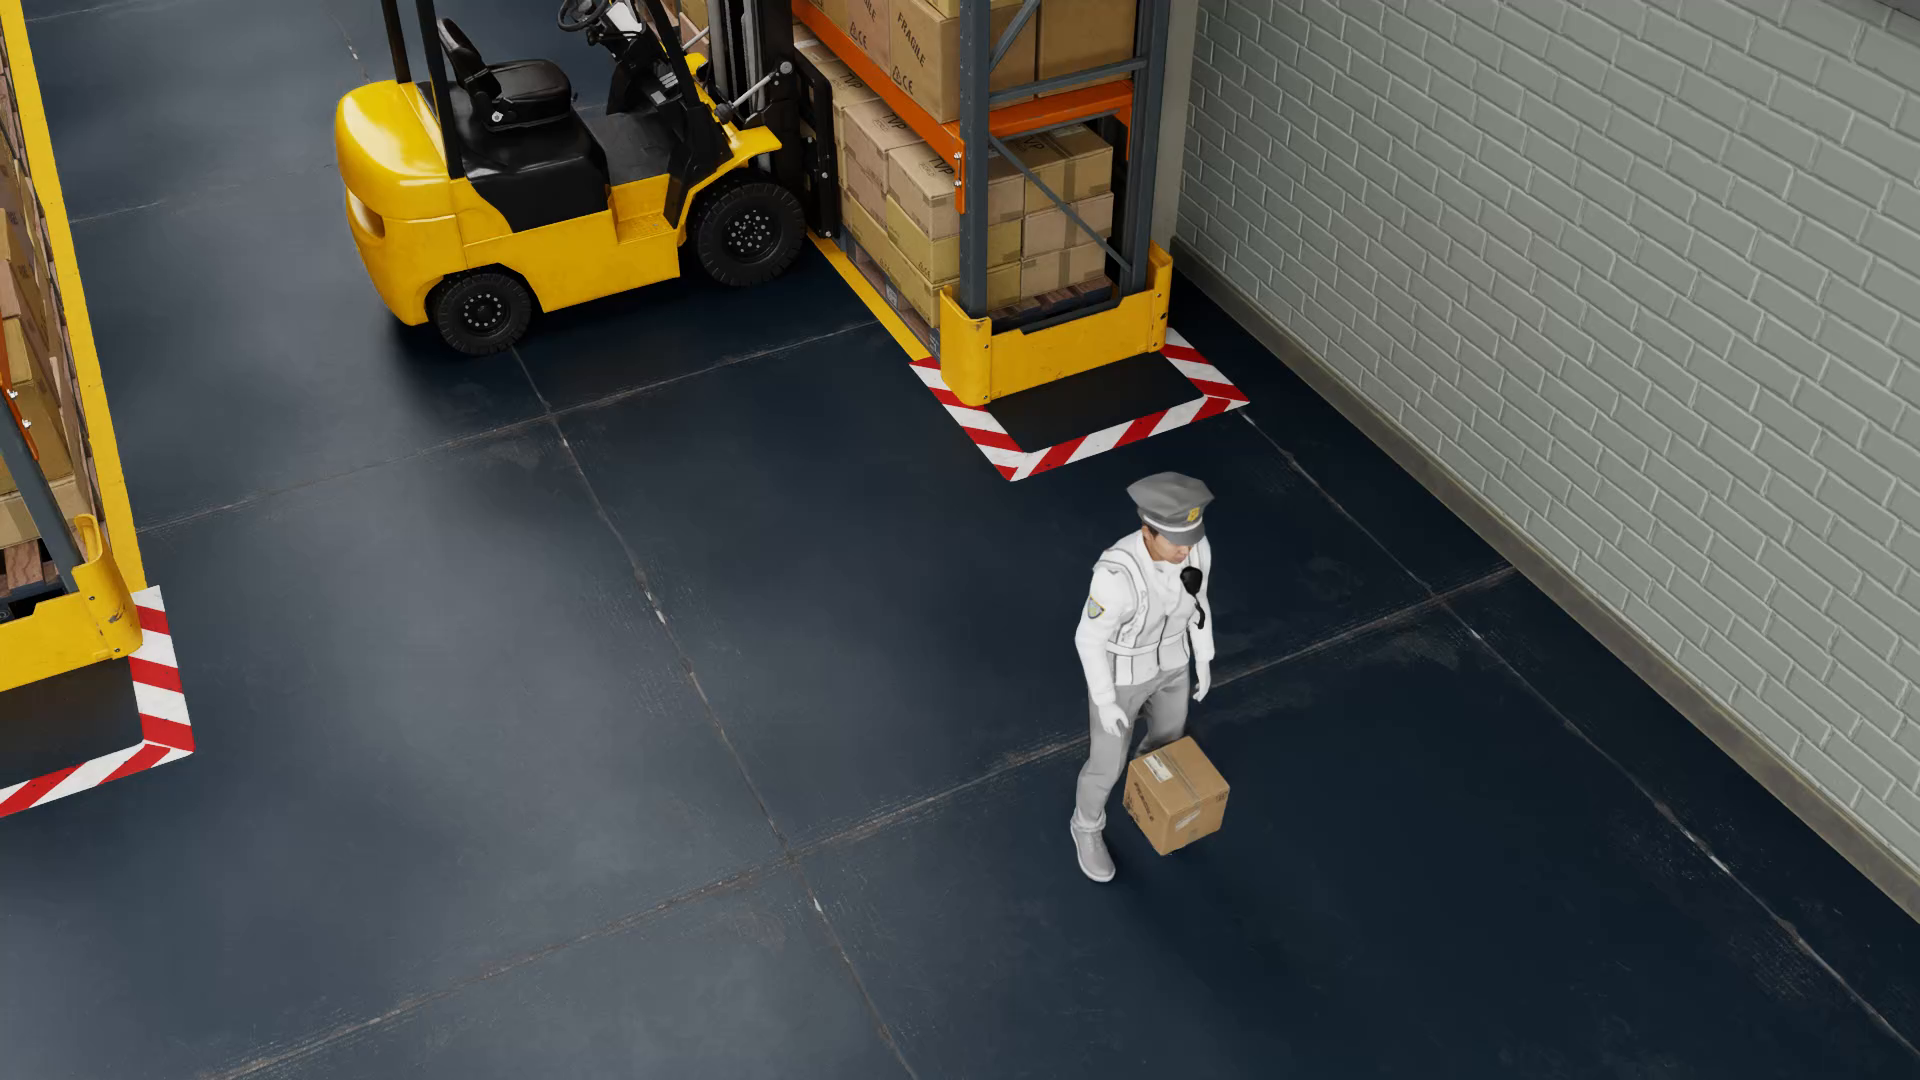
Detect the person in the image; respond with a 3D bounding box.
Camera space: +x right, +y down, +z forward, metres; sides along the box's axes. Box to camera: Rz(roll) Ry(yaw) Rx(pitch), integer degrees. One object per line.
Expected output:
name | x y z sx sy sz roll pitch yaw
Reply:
person | 0.621 0.449 5.643 0.509 1.671 0.361 -20 45 -21
